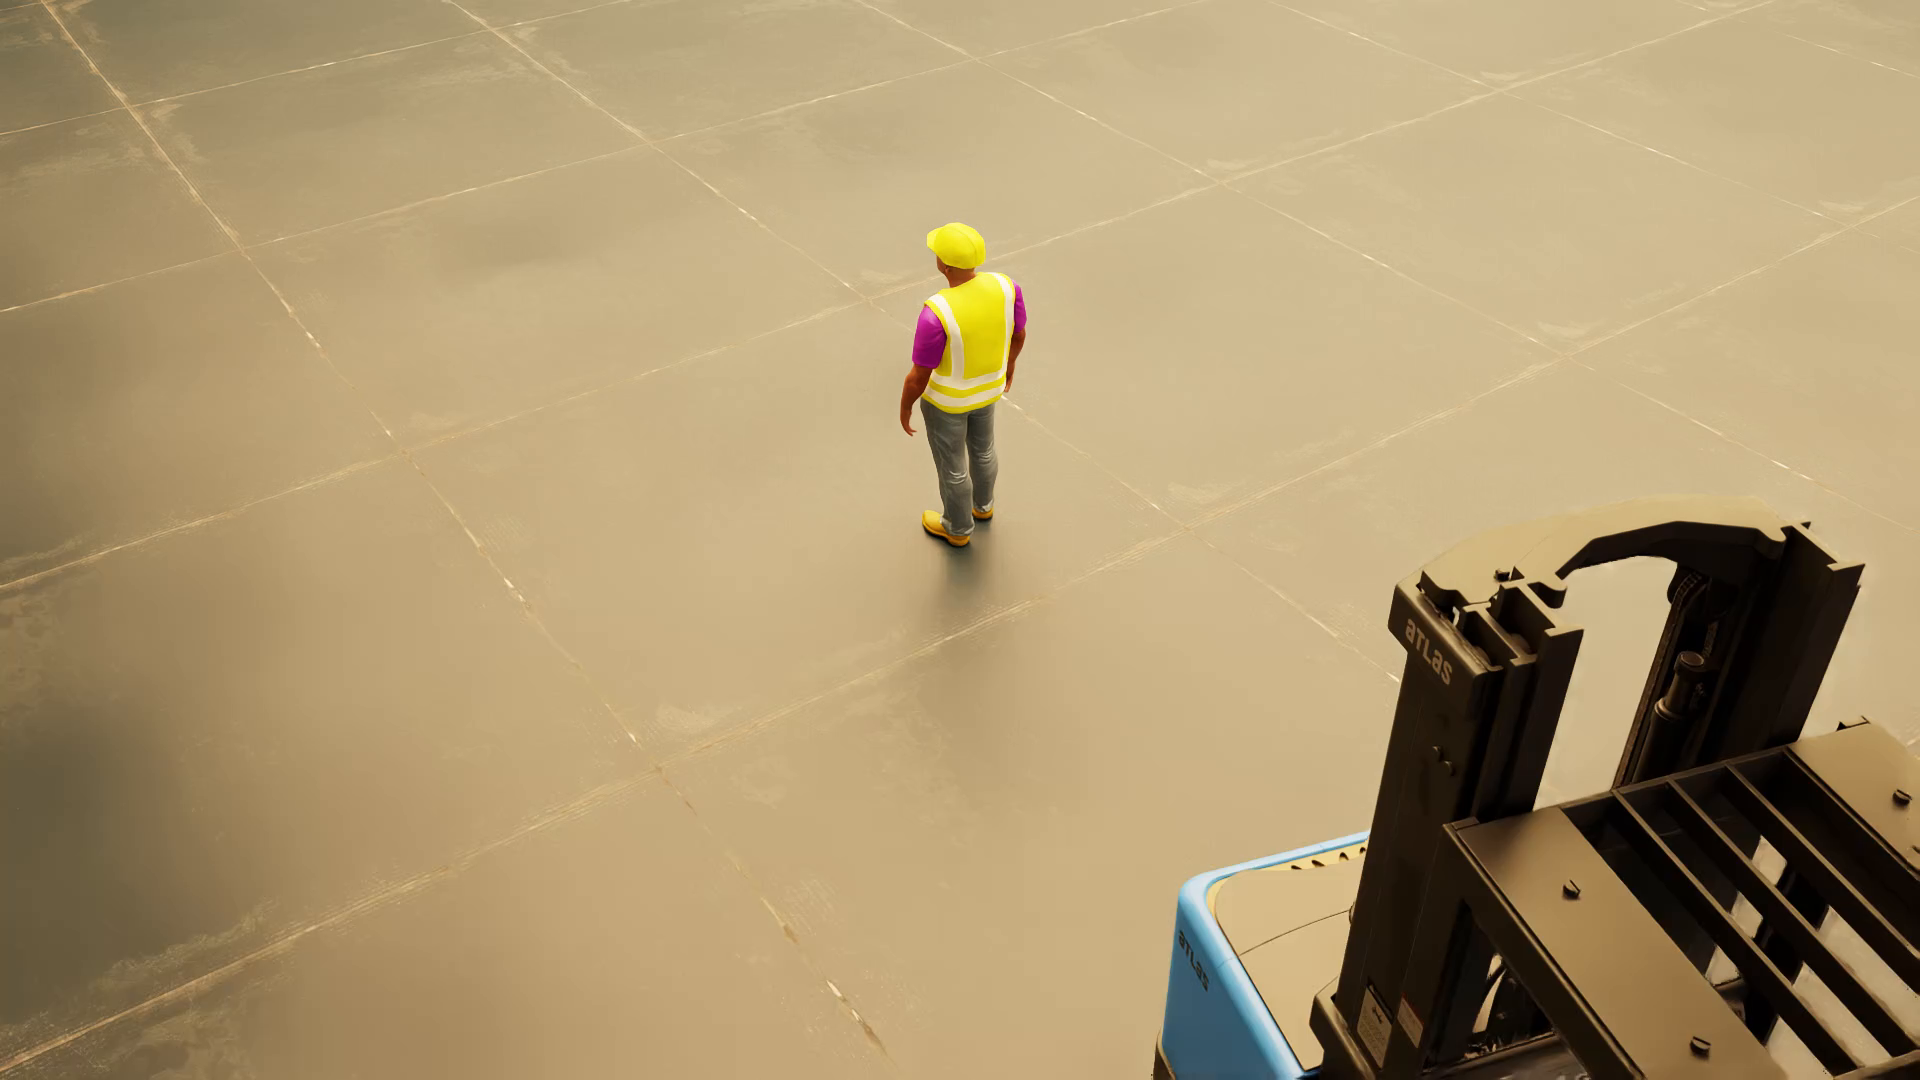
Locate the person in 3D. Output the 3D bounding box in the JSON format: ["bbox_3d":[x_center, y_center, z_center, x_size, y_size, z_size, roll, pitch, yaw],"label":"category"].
[{"bbox_3d":[-0.035,-0.751,7.929,0.665,1.764,0.577,-23,42,-28],"label":"person"}]

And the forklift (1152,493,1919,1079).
[{"bbox_3d":[1.605,1.485,3.936,1.130,2.935,3.031,-11,38,-15],"label":"forklift"}]
